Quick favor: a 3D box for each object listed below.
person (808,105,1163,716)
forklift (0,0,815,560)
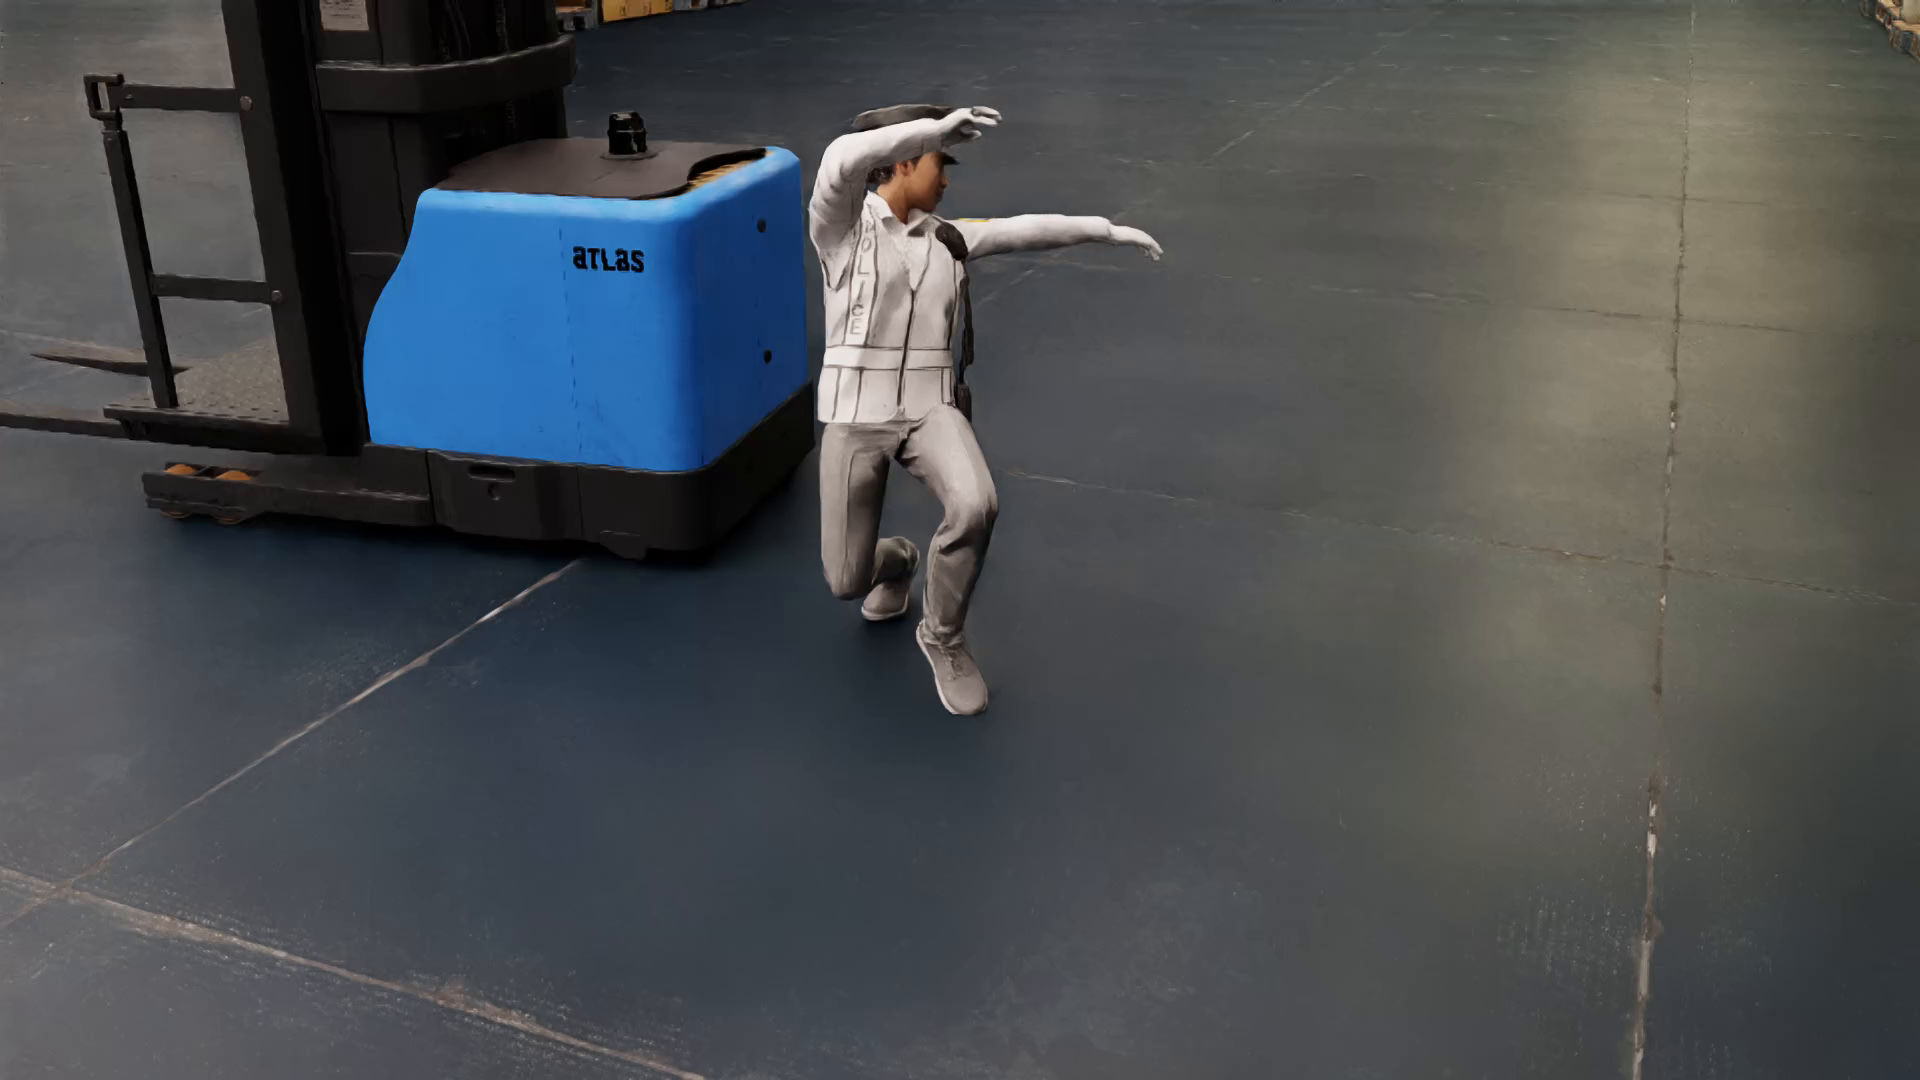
[{"bbox_3d":[0.128,-0.360,4.156,0.975,1.429,0.848,-5,23,-11],"label":"person"},{"bbox_3d":[-2.069,-1.590,5.097,3.031,2.935,1.130,6,23,14],"label":"forklift"}]
